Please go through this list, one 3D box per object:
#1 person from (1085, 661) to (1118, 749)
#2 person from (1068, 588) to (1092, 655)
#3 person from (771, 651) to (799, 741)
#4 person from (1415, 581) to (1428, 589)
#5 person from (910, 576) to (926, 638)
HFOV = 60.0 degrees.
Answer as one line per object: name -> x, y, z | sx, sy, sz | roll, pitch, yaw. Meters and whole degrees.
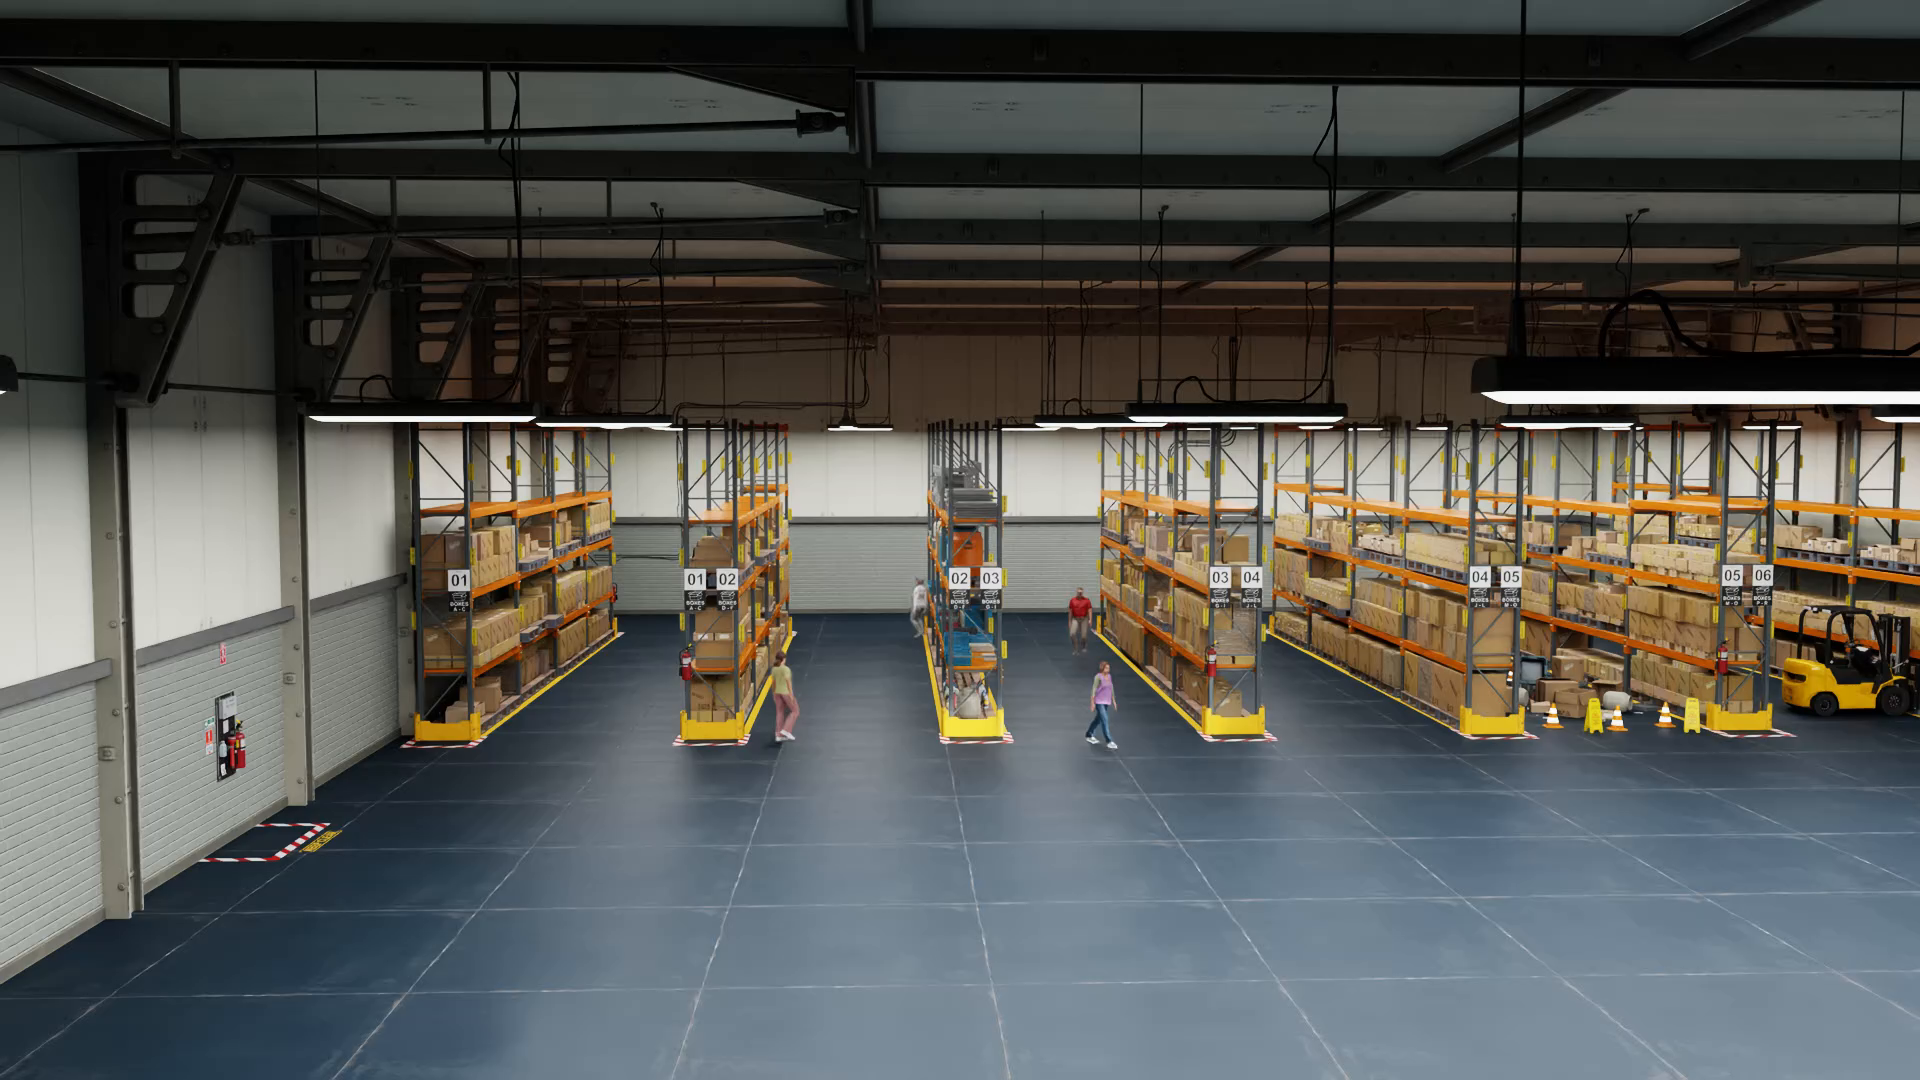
person -> 2.621, 2.981, 30.340 | 0.918, 1.544, 0.450 | 3, 5, 42
person -> 2.983, 2.006, 41.252 | 0.602, 1.651, 0.640 | 0, 4, 7
person -> -3.289, 2.899, 30.954 | 0.567, 1.653, 0.458 | 2, 4, 33
person -> 13.802, 1.723, 49.523 | 1.014, 1.668, 0.529 | 2, 4, 28
person -> -1.096, 1.810, 45.034 | 0.413, 1.661, 0.527 | 3, 5, 41
